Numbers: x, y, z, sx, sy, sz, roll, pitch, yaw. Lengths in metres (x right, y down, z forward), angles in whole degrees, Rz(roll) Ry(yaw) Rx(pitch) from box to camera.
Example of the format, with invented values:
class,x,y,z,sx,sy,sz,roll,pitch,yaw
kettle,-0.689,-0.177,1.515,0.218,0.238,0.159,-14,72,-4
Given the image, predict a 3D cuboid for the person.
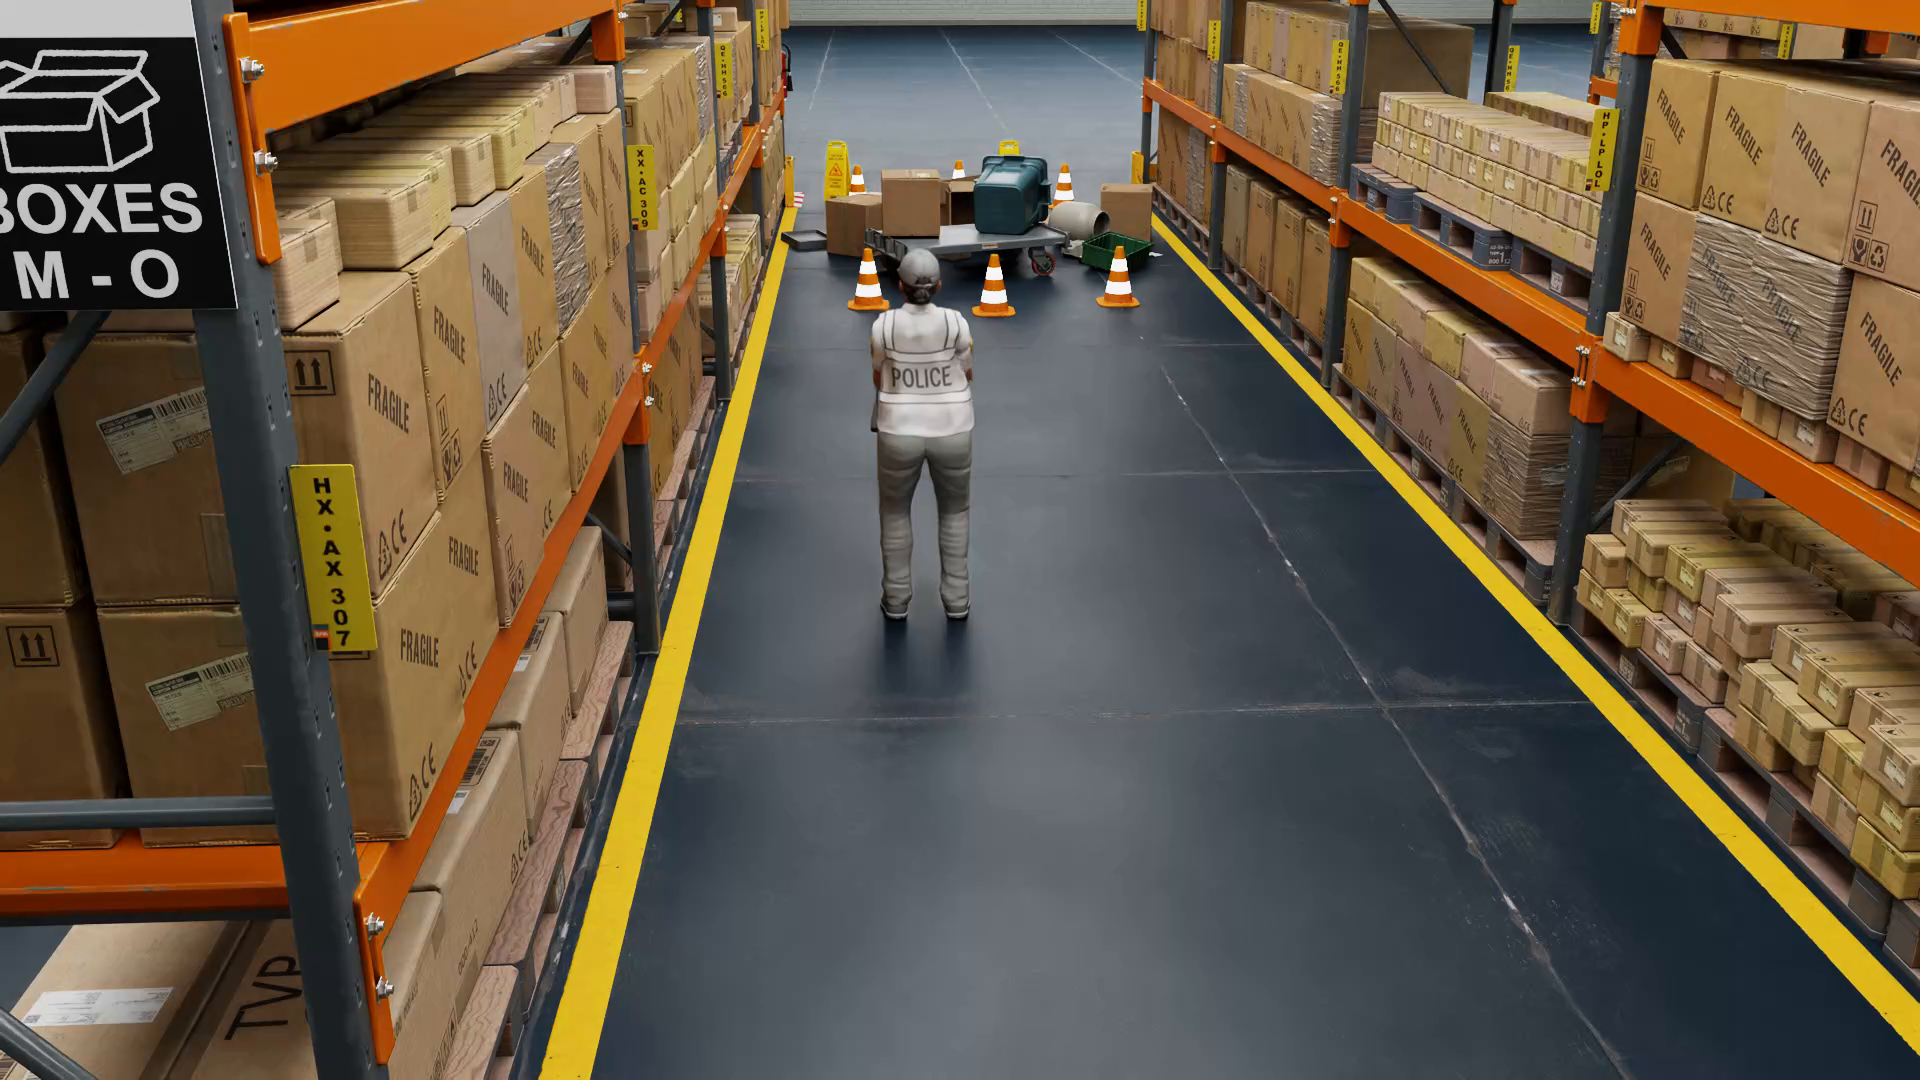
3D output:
class,x,y,z,sx,sy,sz,roll,pitch,yaw
person,-0.169,-0.472,7.348,0.452,1.662,0.539,-1,21,-3
